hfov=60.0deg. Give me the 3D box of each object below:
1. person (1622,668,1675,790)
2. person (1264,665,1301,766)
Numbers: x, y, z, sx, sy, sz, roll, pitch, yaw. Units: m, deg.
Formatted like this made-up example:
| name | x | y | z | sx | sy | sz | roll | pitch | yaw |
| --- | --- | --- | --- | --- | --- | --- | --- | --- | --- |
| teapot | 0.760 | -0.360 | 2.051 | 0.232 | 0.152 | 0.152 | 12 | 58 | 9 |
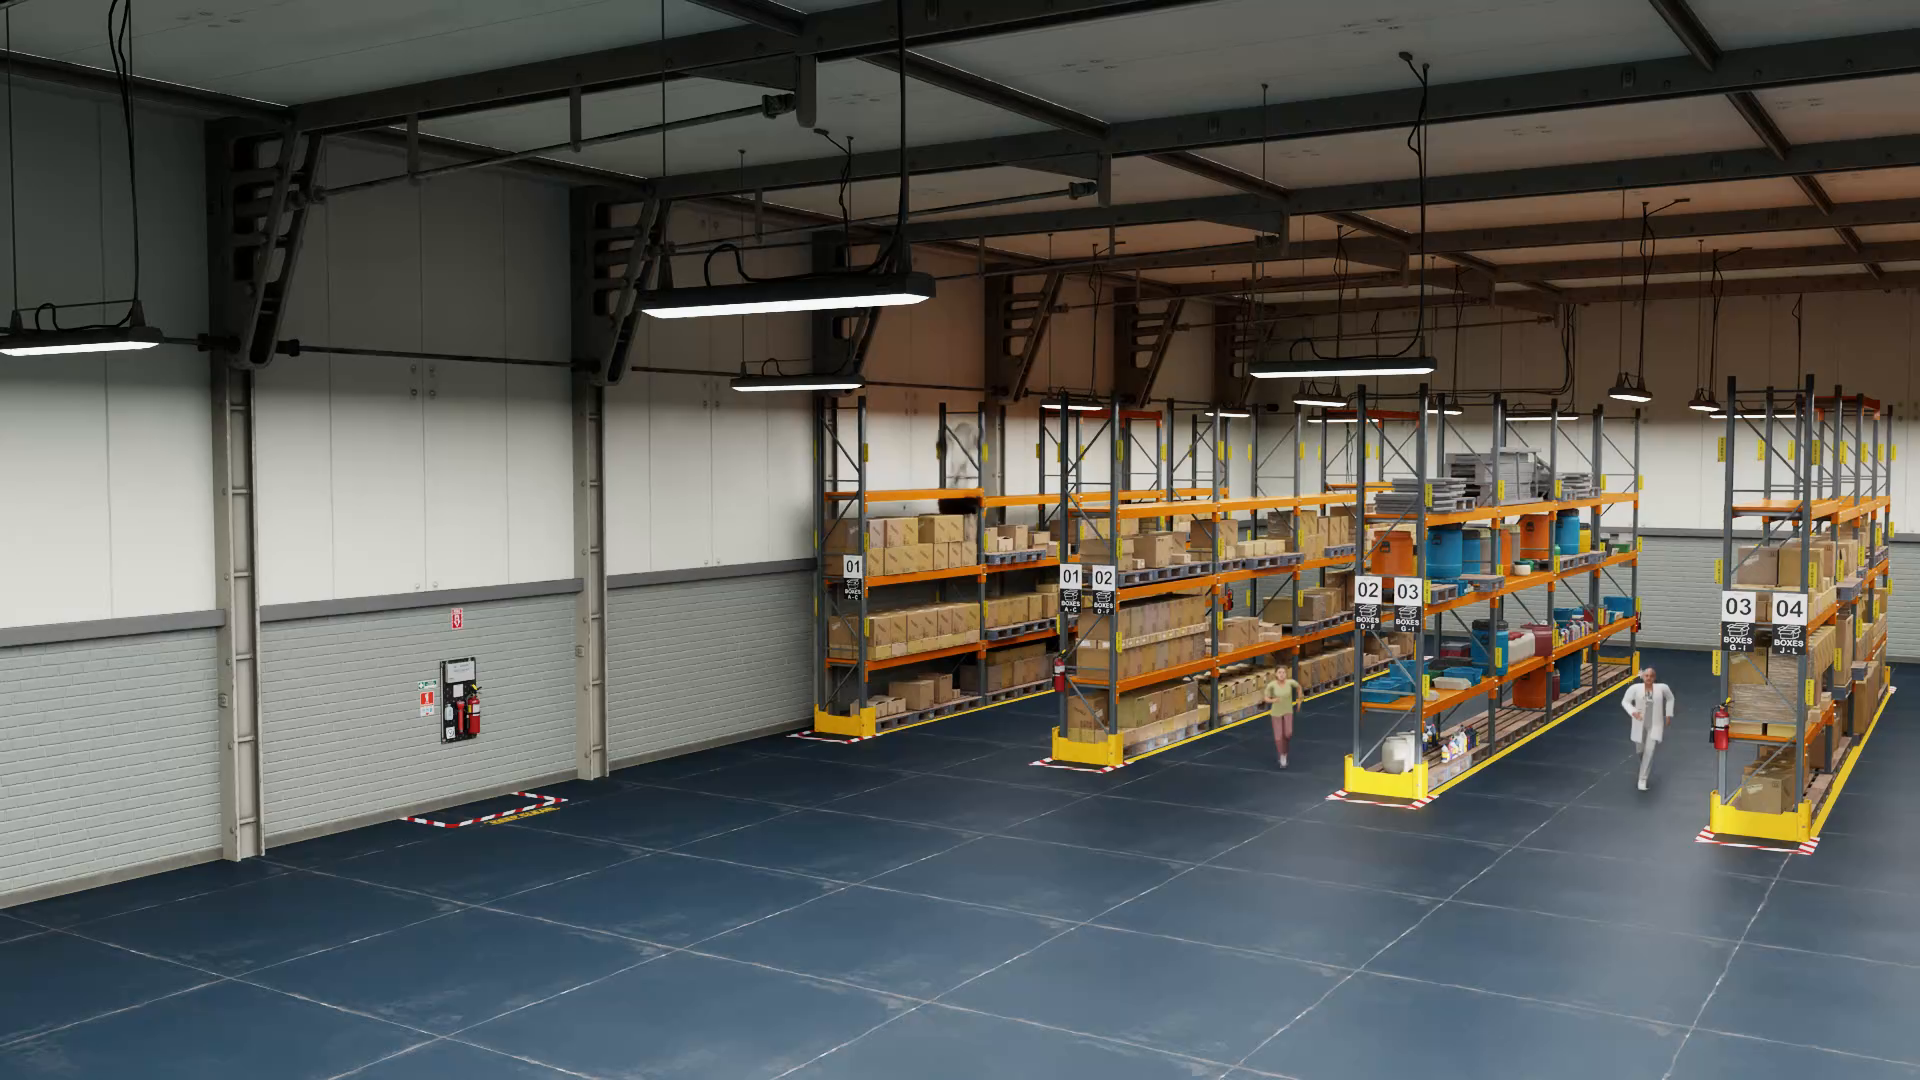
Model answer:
| name | x | y | z | sx | sy | sz | roll | pitch | yaw |
| --- | --- | --- | --- | --- | --- | --- | --- | --- | --- |
| person | 10.355 | 2.805 | 25.048 | 0.734 | 1.774 | 1.073 | 1 | 3 | 24 |
| person | 5.116 | 2.777 | 26.356 | 0.611 | 1.619 | 0.749 | 0 | 3 | 6 |
